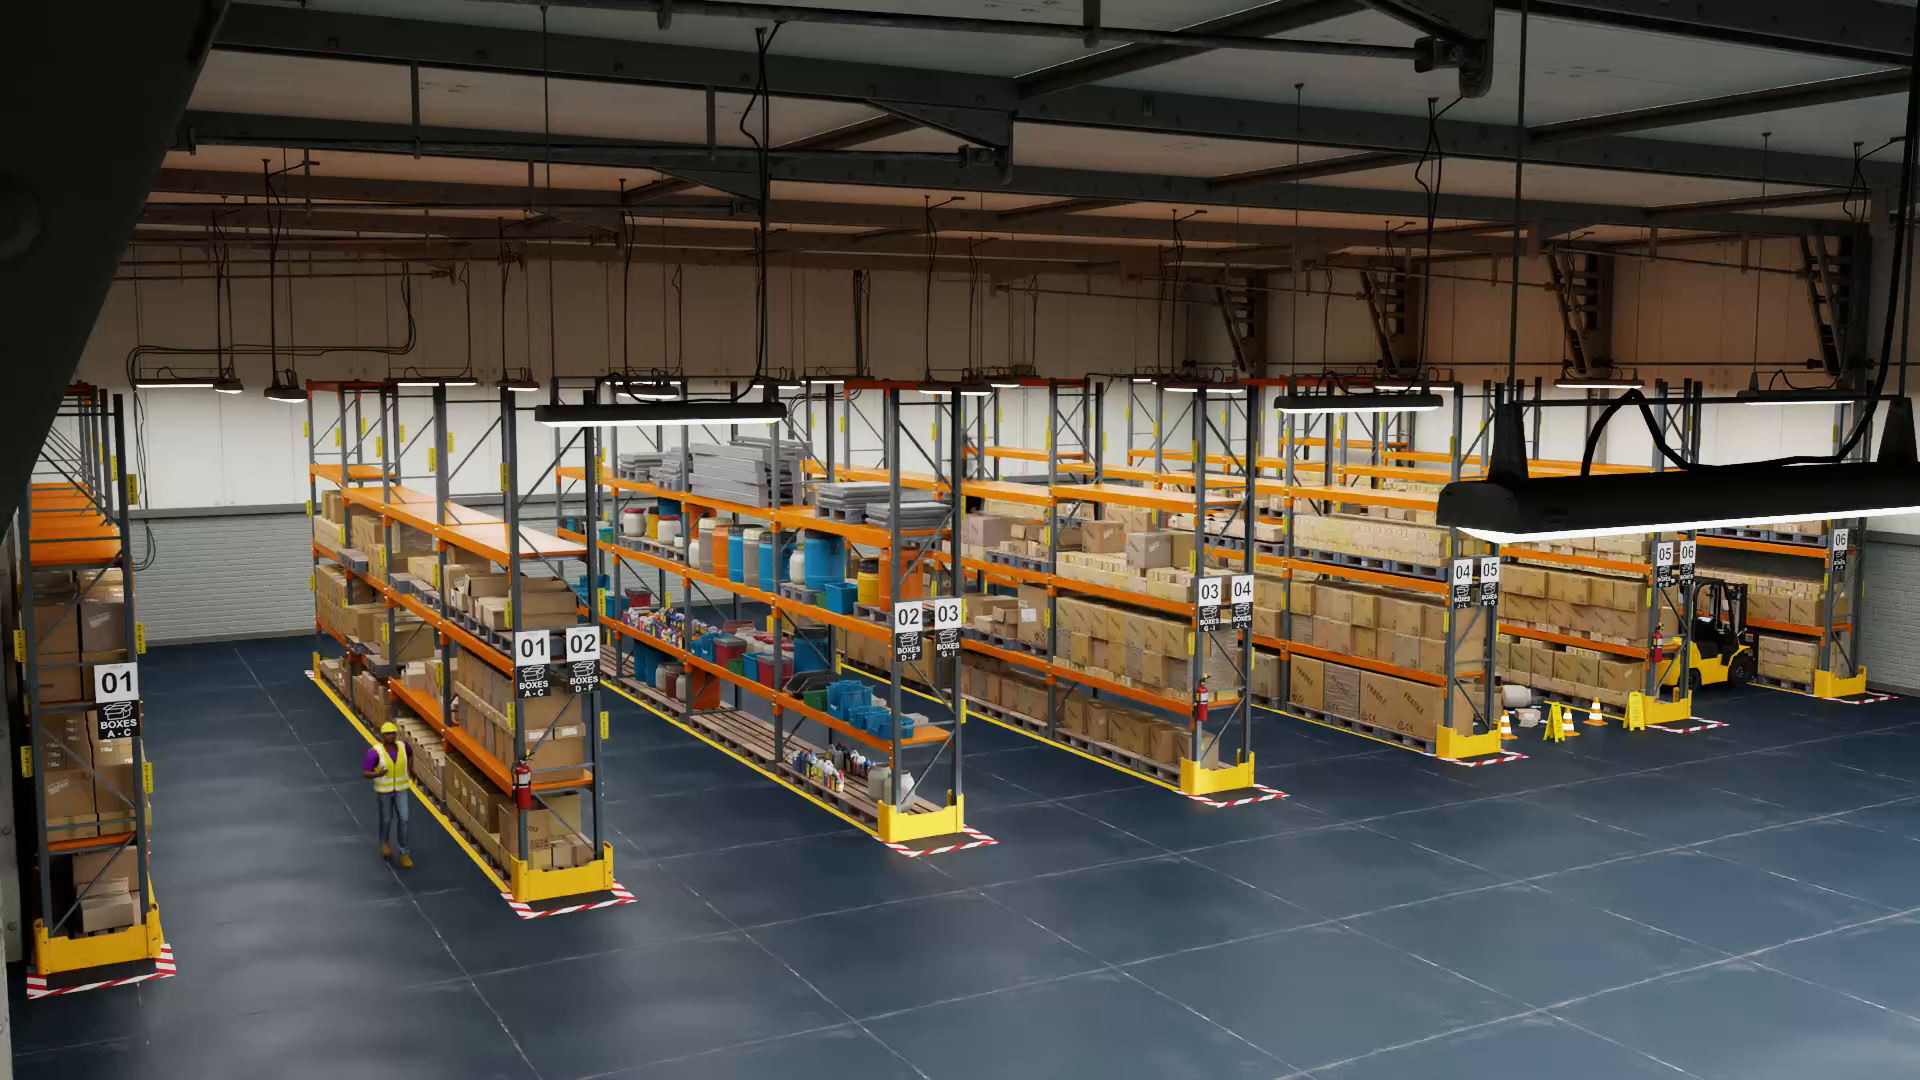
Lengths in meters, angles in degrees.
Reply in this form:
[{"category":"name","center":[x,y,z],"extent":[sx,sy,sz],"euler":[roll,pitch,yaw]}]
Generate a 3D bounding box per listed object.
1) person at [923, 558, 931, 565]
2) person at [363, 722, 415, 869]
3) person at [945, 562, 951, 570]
[{"category":"person","center":[-0.840,1.269,39.552],"extent":[0.722,1.721,0.573],"euler":[-1,6,-5]},{"category":"person","center":[-7.207,3.197,21.073],"extent":[0.683,1.808,0.845],"euler":[-4,7,-31]},{"category":"person","center":[-0.162,1.060,41.486],"extent":[0.993,1.790,0.737],"euler":[-5,8,-37]}]
